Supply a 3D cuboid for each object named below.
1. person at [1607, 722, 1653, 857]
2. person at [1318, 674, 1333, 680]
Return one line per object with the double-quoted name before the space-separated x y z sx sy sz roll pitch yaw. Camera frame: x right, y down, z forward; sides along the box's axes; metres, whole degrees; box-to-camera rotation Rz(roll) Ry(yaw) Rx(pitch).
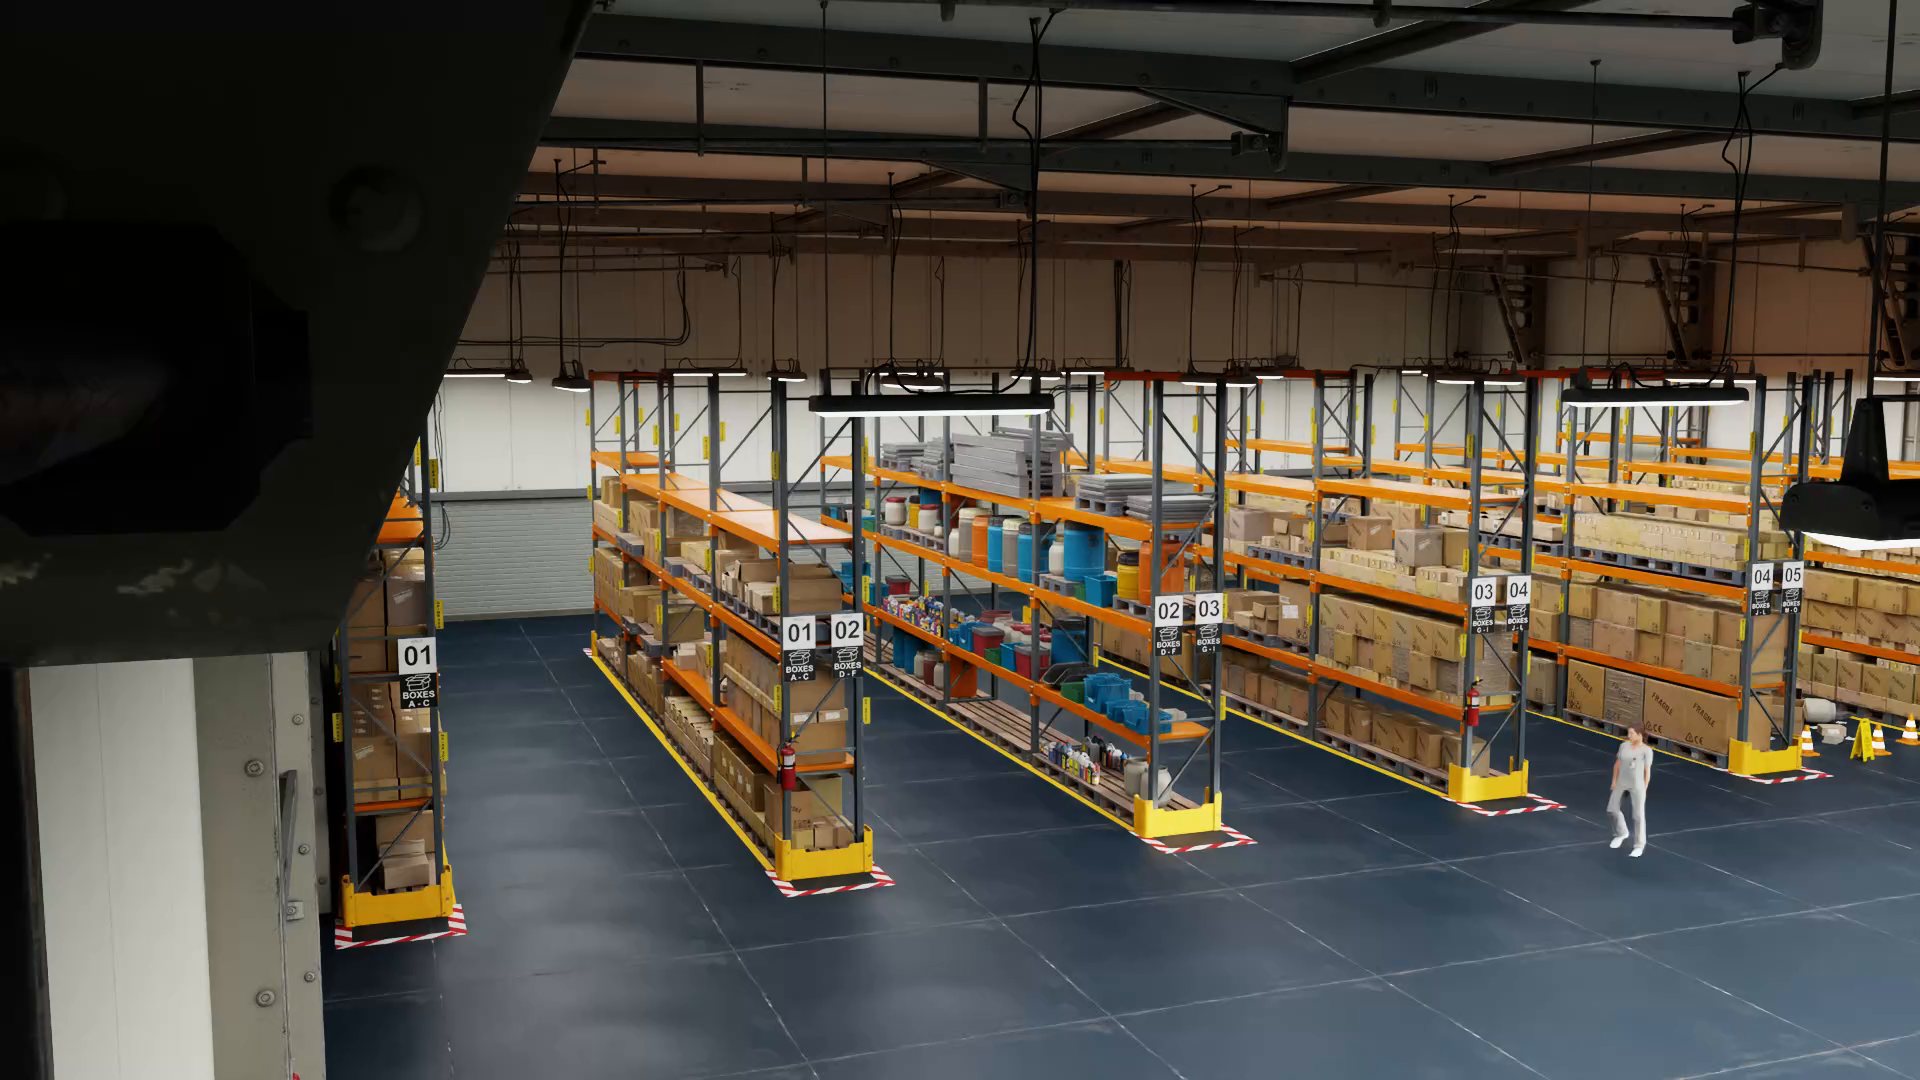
"person" 8.520 3.139 21.128 0.464 1.688 0.488 -6 9 -43
"person" 7.180 1.836 32.518 0.616 1.765 0.459 4 7 31
